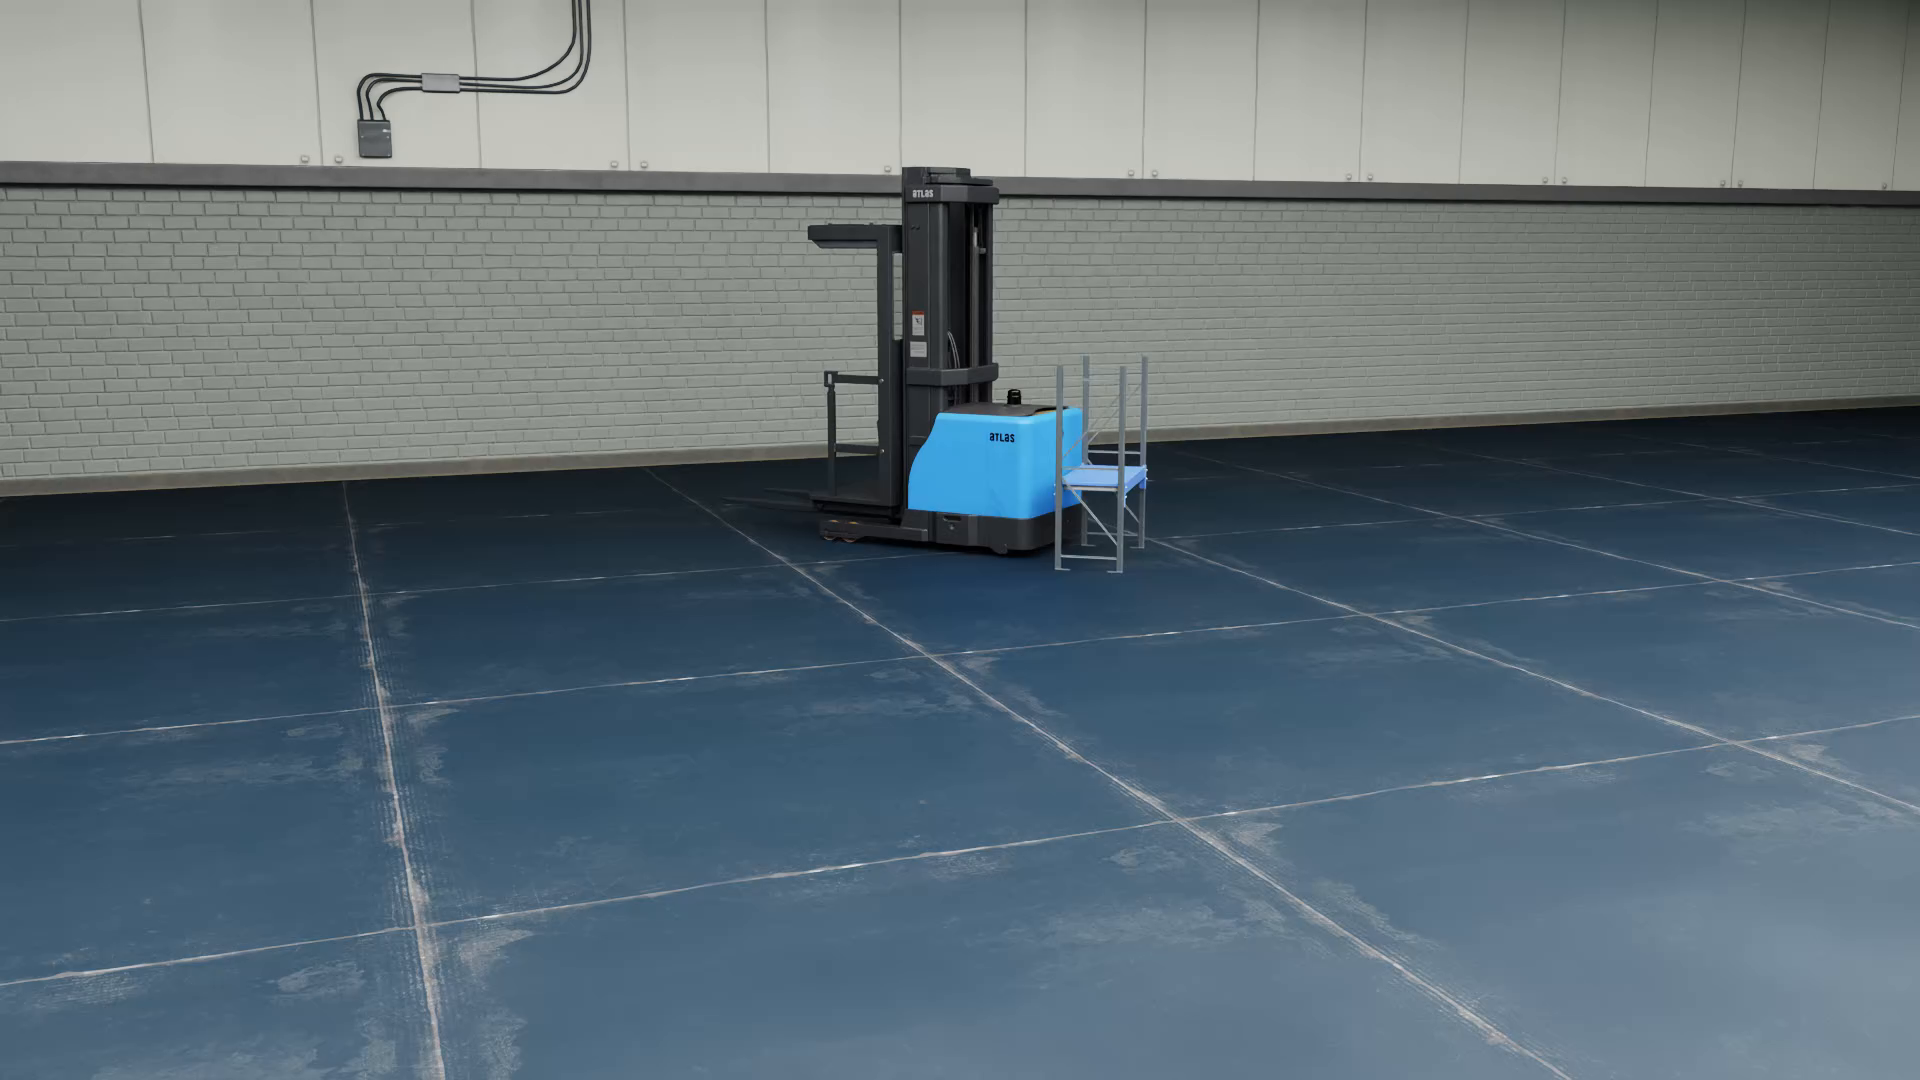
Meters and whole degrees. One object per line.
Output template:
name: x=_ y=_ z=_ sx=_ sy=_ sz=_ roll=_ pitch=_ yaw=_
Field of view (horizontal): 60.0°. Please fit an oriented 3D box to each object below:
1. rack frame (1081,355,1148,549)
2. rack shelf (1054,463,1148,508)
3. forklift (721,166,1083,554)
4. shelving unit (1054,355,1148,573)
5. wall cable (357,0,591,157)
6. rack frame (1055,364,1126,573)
rack frame: x=1.202 y=-0.682 z=12.972 sx=0.500 sy=1.500 sz=0.032 roll=3 pitch=10 yaw=15
rack shelf: x=1.070 y=-0.419 z=12.520 sx=0.538 sy=0.185 sz=1.000 roll=3 pitch=10 yaw=15
forklift: x=-0.549 y=-1.497 z=13.468 sx=3.031 sy=2.935 sz=1.130 roll=6 pitch=12 yaw=29
shelving unit: x=1.070 y=-0.596 z=12.488 sx=0.538 sy=1.500 sz=1.048 roll=3 pitch=10 yaw=15
wall cable: x=-4.821 y=-6.795 z=16.212 sx=2.305 sy=6.003 sz=0.169 roll=-4 pitch=11 yaw=-21
rack frame: x=0.939 y=-0.510 z=12.005 sx=0.500 sy=1.500 sz=0.032 roll=3 pitch=10 yaw=15
